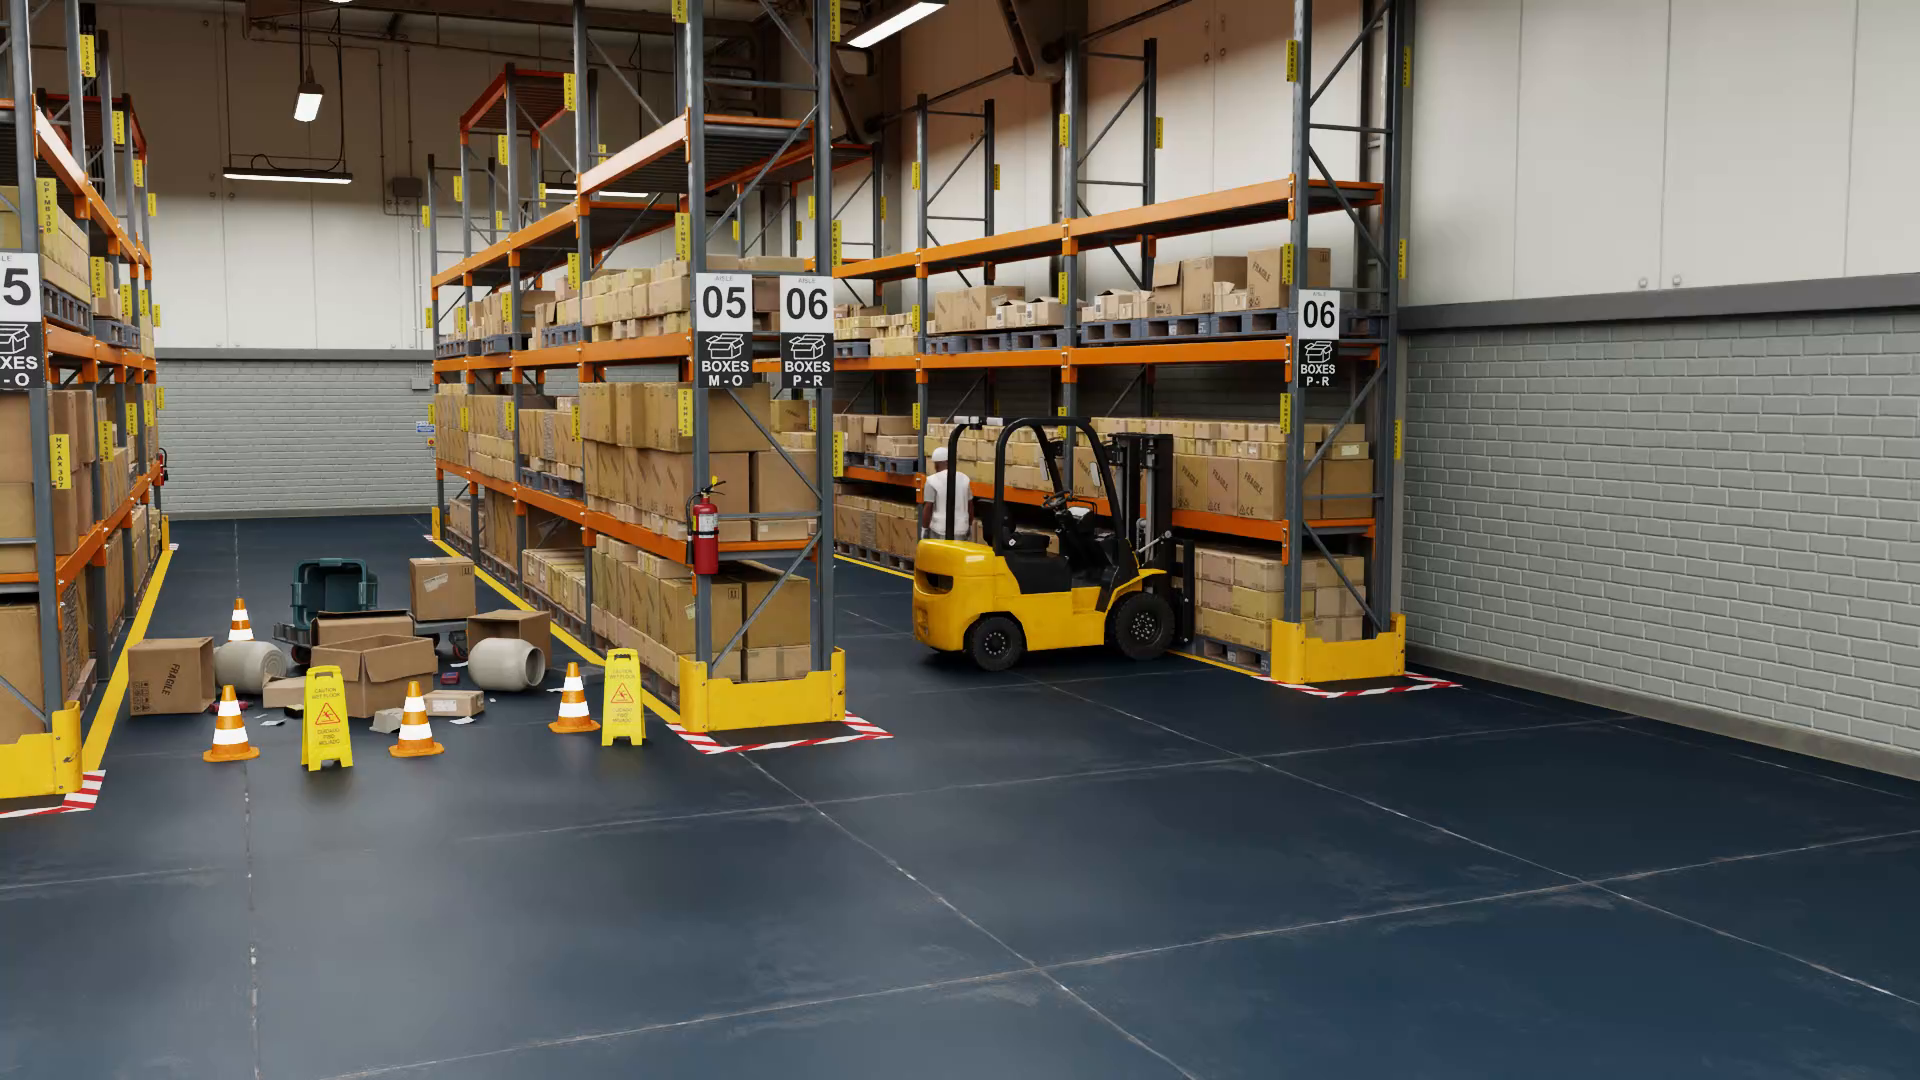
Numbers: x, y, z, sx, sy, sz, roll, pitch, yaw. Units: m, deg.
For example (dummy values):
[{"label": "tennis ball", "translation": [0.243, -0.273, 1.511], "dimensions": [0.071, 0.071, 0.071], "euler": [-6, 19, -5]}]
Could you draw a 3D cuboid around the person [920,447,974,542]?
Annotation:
[{"label": "person", "translation": [-0.140, -0.101, 17.740], "dimensions": [0.619, 1.772, 0.450], "euler": [-3, 6, -27]}]
